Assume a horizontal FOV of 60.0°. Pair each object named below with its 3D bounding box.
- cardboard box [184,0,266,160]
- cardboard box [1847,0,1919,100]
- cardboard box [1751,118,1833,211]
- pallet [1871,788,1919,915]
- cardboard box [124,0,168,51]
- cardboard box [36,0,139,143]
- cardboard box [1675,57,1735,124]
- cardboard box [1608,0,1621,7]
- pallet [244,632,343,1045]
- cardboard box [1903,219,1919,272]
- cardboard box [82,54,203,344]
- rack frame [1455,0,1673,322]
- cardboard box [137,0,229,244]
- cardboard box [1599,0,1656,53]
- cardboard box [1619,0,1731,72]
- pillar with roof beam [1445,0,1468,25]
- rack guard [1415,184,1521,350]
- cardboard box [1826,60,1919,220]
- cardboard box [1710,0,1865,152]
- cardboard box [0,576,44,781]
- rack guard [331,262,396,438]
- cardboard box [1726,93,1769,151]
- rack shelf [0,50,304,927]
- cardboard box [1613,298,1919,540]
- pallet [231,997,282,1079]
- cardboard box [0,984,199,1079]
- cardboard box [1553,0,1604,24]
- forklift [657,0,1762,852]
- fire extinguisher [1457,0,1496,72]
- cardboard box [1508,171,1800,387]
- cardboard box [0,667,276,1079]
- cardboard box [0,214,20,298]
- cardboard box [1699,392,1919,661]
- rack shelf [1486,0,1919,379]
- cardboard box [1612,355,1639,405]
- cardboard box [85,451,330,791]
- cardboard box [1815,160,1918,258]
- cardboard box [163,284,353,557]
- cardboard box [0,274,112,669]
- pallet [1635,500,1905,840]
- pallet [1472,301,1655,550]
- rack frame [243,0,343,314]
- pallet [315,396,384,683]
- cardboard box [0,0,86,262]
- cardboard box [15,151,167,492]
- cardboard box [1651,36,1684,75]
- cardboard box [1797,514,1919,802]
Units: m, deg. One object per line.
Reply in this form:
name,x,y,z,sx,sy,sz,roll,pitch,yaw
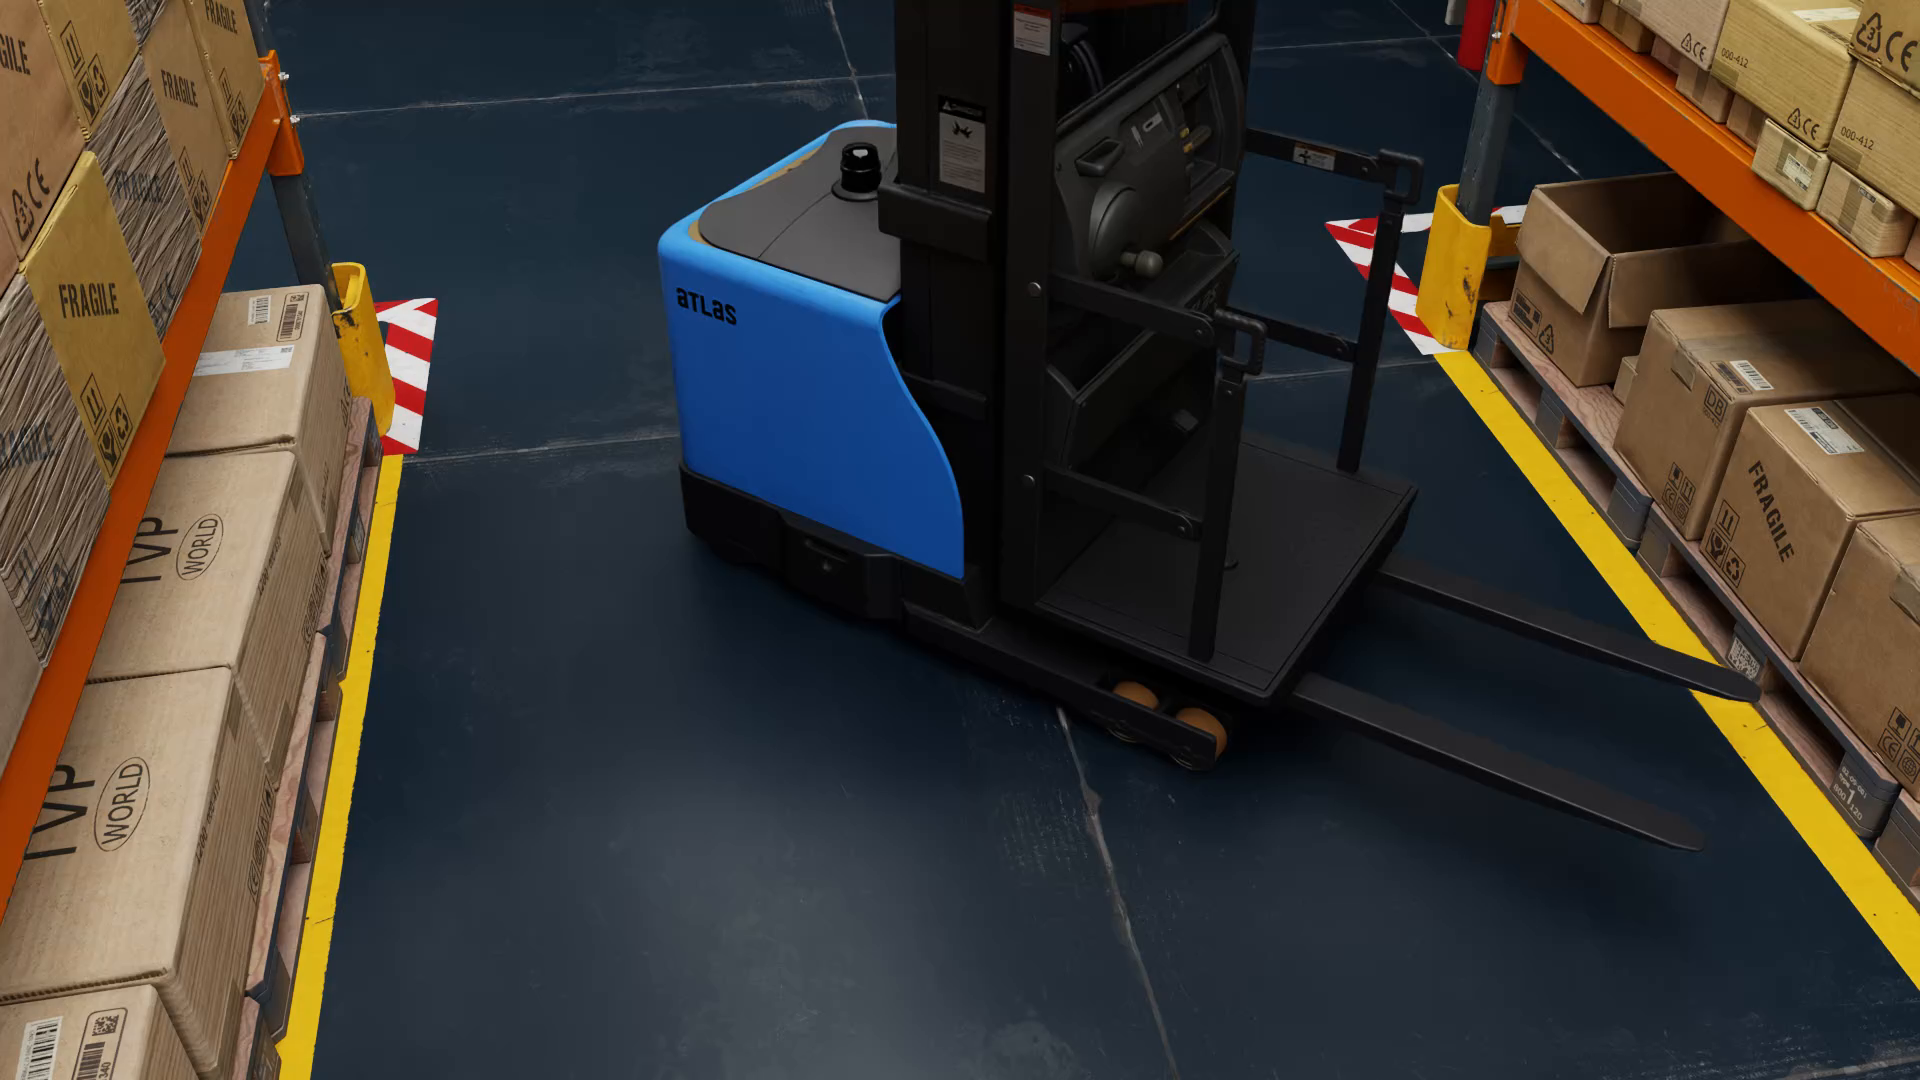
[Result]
cardboard box,-2.214,-1.334,4.441,0.500,0.500,0.500,-6,38,-8
cardboard box,2.404,-1.239,3.668,0.500,0.500,0.500,-5,38,-7
cardboard box,2.291,-0.983,4.275,0.380,0.149,0.250,-7,38,-9
pallet,2.908,1.009,3.780,1.003,0.211,1.213,-6,38,-8
cardboard box,-2.120,-1.414,3.728,0.500,0.500,0.500,-6,38,-8
cardboard box,-2.037,-1.115,3.343,0.500,0.500,0.500,-6,38,-8
cardboard box,2.269,-1.303,4.688,0.380,0.149,0.250,-5,38,-7
cardboard box,2.141,-1.849,5.065,0.500,0.250,0.500,-6,38,-8
pallet,-2.132,0.754,4.108,1.003,0.211,1.213,-6,38,-8
cardboard box,2.470,-0.678,3.882,0.380,0.149,0.250,-6,38,-8
cardboard box,-2.041,-0.720,3.650,0.500,0.500,0.500,-5,38,-7
rack frame,2.327,-2.094,5.500,1.000,3.000,0.127,-6,38,-8
cardboard box,-2.141,-1.029,4.048,0.500,0.500,0.500,-7,38,-9
cardboard box,2.204,-1.618,5.092,0.380,0.149,0.250,-5,38,-7
cardboard box,2.229,-1.544,4.673,0.500,0.250,0.500,-6,38,-7
pillar with roof beam,-1.497,-5.725,5.284,9.100,9.000,0.400,-6,38,-8
rack guard,2.340,-1.061,6.208,1.175,0.500,0.348,-6,38,-8
cardboard box,2.432,-0.932,3.884,0.500,0.250,0.500,-7,38,-9
cardboard box,2.322,-1.238,4.279,0.500,0.250,0.500,-7,38,-9
cardboard box,-1.767,0.203,2.462,0.500,0.500,0.500,-6,38,-8
rack guard,-2.564,-0.585,5.595,1.175,0.500,0.348,-6,38,-8
cardboard box,2.321,-1.144,4.482,0.380,0.149,0.250,-6,38,-7
rack shelf,-2.209,-0.065,3.476,1.077,0.370,4.000,-6,38,-8
cardboard box,2.452,-0.372,4.979,0.700,0.500,0.500,-5,38,-6
pallet,-1.915,1.492,3.157,1.003,0.211,1.213,-6,38,-8
cardboard box,-1.863,1.314,2.860,0.875,0.438,0.875,-7,38,-9
cardboard box,2.114,-1.766,5.283,0.380,0.149,0.250,-7,38,-8
forklift,0.660,-0.916,4.040,3.031,2.935,1.130,21,43,25
fire extinguisher,1.846,-1.955,5.688,0.296,0.674,0.183,-6,38,-8
cardboard box,2.341,-0.894,5.648,0.797,0.503,0.637,-8,38,-10
cardboard box,-2.020,0.773,3.556,0.875,0.438,0.875,-7,38,-9
cardboard box,-1.864,-0.506,2.560,0.500,0.500,0.500,-6,38,-7
cardboard box,2.446,-0.042,4.554,0.500,0.500,0.500,-6,38,-7
rack shelf,2.677,-0.601,4.166,1.077,0.370,4.000,-6,38,-8
cardboard box,2.377,-0.493,5.421,0.380,0.149,0.250,-8,38,-10
cardboard box,-2.177,0.228,4.257,0.875,0.438,0.875,-5,38,-7
cardboard box,2.357,-0.826,4.073,0.380,0.149,0.250,-5,38,-7
cardboard box,-2.345,-0.324,4.968,0.875,0.438,0.875,-7,38,-9
cardboard box,-1.848,-0.098,2.850,0.500,0.500,0.500,-6,38,-8
pallet,2.691,0.270,4.730,1.003,0.211,1.213,-6,38,-8
pallet,2.481,-0.465,5.677,1.003,0.211,1.213,-6,38,-8
rack frame,-2.560,-1.557,4.810,1.000,3.000,0.127,-6,38,-8
pallet,-2.342,0.018,5.054,1.003,0.211,1.213,-6,38,-8
cardboard box,-1.950,-0.811,2.952,0.500,0.500,0.500,-6,38,-8
cardboard box,-1.938,-0.409,3.250,0.500,0.500,0.500,-5,38,-7
cardboard box,2.285,-1.463,4.893,0.380,0.149,0.250,-7,38,-9
cardboard box,2.634,0.255,4.172,0.700,0.500,0.500,-8,38,-10
